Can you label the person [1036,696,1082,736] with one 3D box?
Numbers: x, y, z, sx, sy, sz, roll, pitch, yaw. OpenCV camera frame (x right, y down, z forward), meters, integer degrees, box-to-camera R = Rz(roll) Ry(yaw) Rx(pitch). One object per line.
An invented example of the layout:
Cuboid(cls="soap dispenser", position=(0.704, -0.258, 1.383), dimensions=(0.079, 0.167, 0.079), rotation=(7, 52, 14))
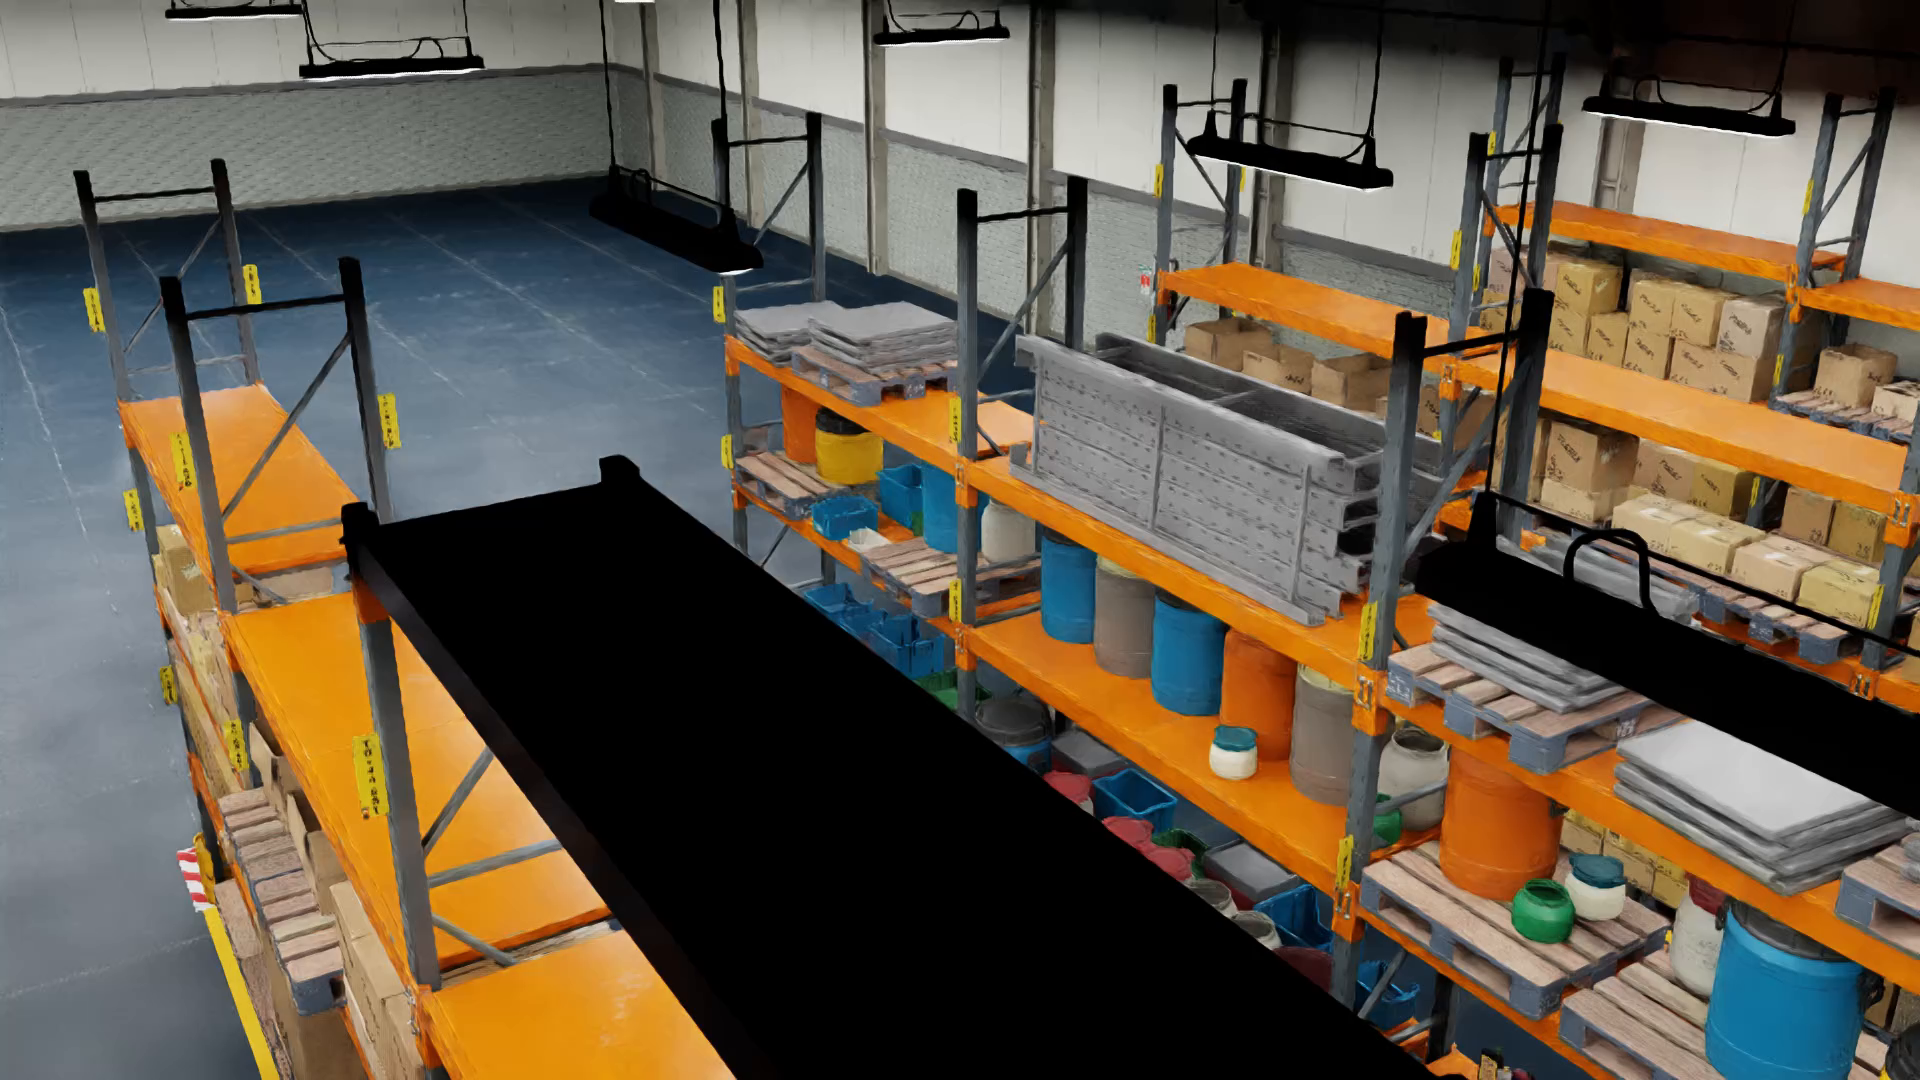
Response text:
Cuboid(cls="person", position=(0.984, 1.581, 15.176), dimensions=(0.719, 1.714, 0.578), rotation=(-14, 26, -30))
